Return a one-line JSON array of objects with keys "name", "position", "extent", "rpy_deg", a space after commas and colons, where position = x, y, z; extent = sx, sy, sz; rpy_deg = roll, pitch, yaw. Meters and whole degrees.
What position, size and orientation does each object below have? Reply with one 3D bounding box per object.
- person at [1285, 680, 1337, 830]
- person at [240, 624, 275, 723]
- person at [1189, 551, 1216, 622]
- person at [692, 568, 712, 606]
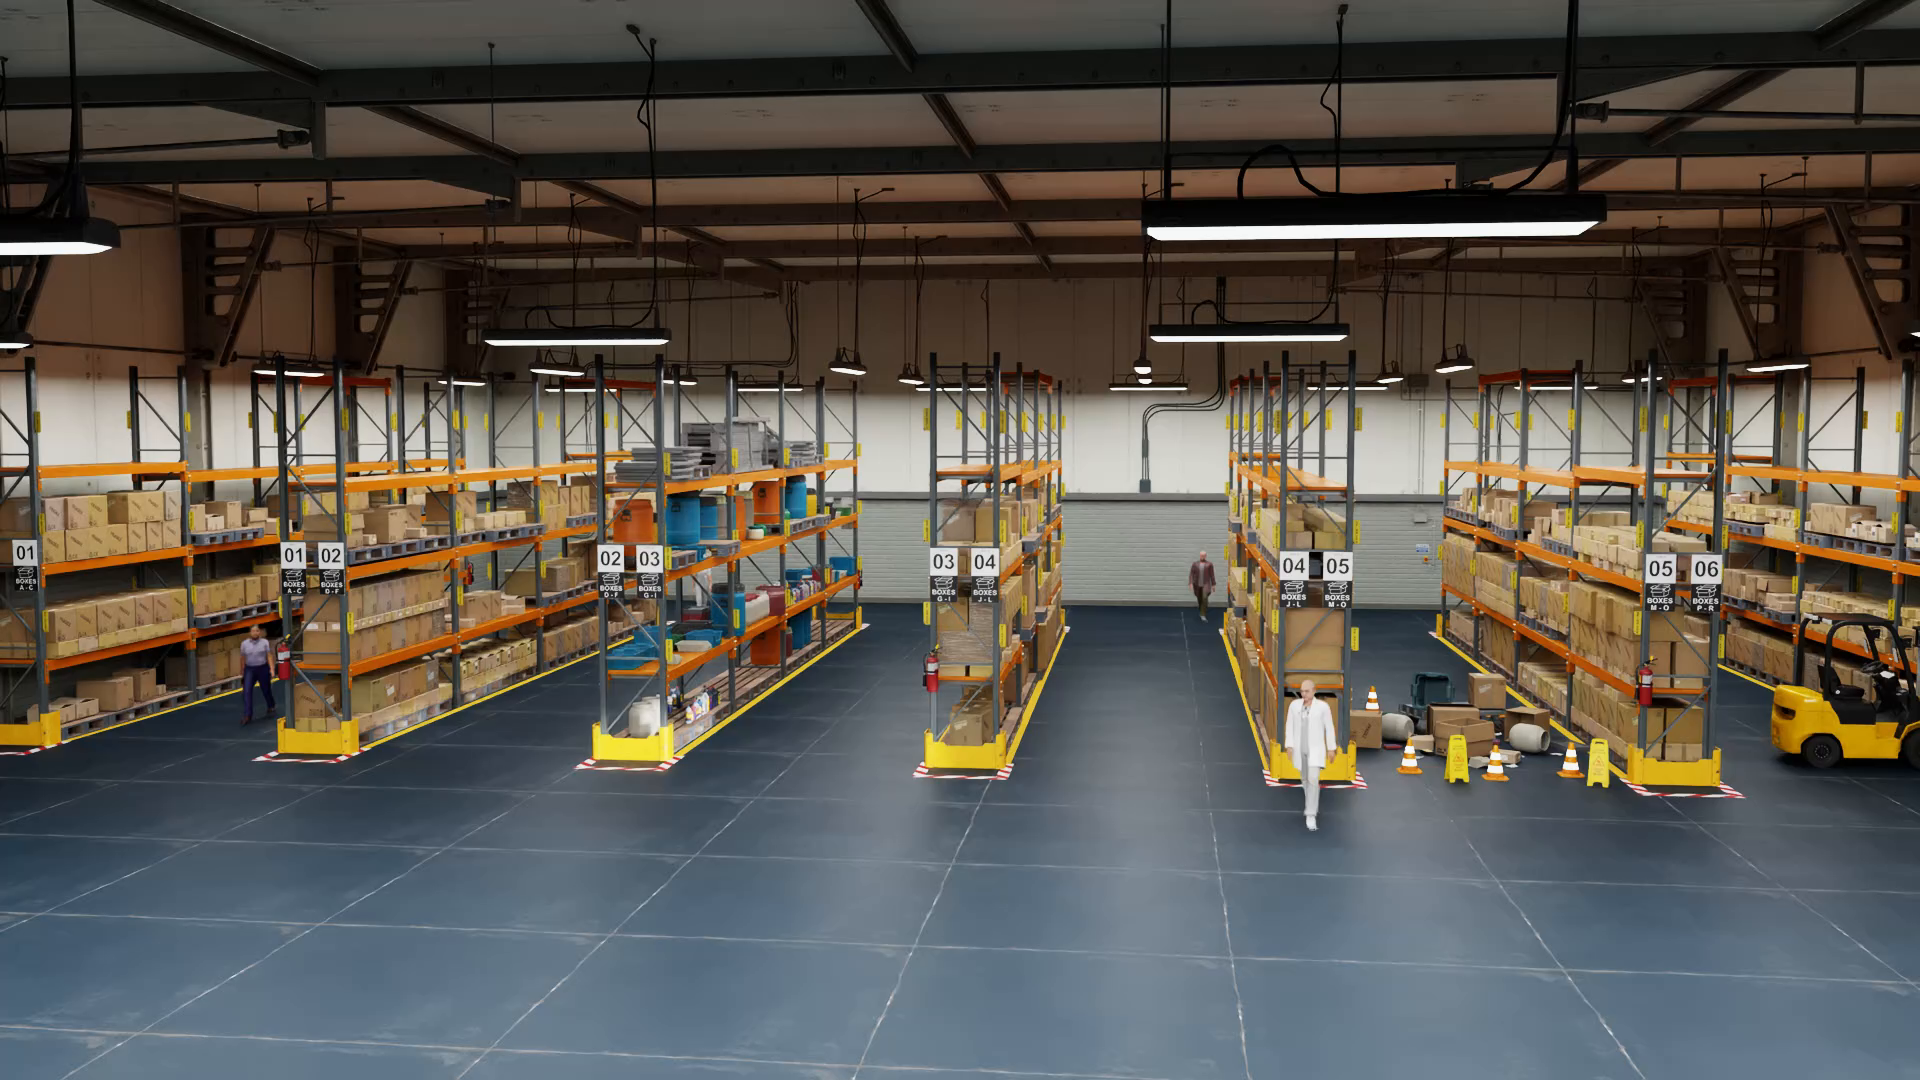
[{"name": "person", "position": [4.349, 2.640, 20.828], "extent": [0.619, 1.763, 0.893], "rpy_deg": [3, 5, 36]}, {"name": "person", "position": [-11.795, 2.208, 27.937], "extent": [0.581, 1.593, 1.016], "rpy_deg": [-1, 4, -9]}, {"name": "person", "position": [6.080, 1.148, 41.927], "extent": [0.632, 1.726, 1.044], "rpy_deg": [2, 4, 24]}, {"name": "person", "position": [-6.549, 1.193, 42.215], "extent": [0.503, 1.602, 1.069], "rpy_deg": [-1, 4, -12]}]
